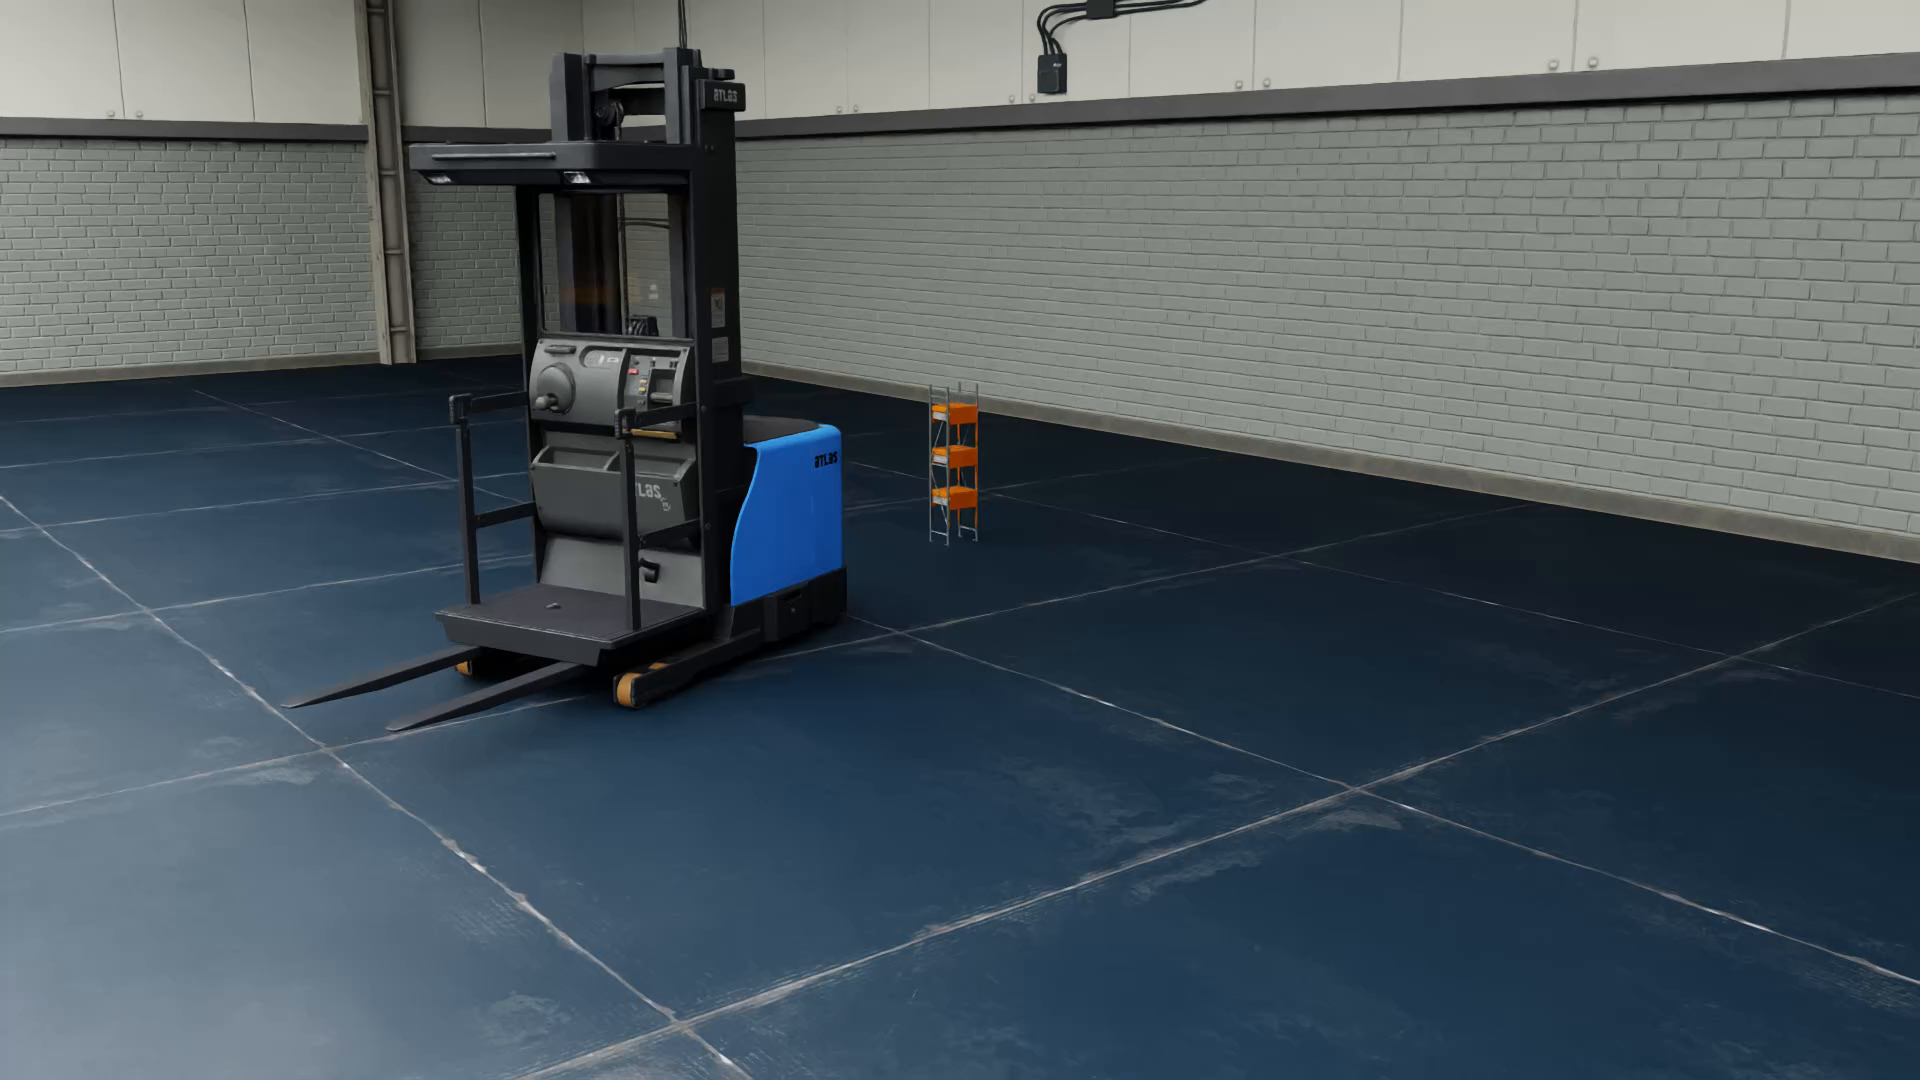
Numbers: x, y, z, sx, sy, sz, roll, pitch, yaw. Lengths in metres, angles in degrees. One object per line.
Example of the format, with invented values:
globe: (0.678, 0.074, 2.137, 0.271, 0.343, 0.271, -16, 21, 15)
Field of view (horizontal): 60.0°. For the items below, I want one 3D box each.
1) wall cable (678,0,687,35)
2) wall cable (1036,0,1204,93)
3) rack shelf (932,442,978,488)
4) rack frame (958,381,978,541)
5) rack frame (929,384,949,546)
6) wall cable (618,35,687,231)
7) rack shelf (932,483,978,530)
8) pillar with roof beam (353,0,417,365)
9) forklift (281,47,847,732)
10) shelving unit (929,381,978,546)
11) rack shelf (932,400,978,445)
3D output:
wall cable: (-2.733, -7.465, 19.937, 0.112, 2.526, 3.097, -9, 15, -38)
wall cable: (1.495, -7.074, 14.591, 0.169, 6.003, 2.305, -9, 15, -38)
rack shelf: (-0.042, -0.496, 10.989, 0.240, 0.259, 0.215, -9, 15, -38)
rack frame: (0.053, -0.522, 11.062, 0.008, 1.050, 0.200, -9, 15, -38)
rack frame: (-0.137, -0.491, 10.912, 0.008, 1.050, 0.200, -9, 15, -38)
wall cable: (-4.423, -5.434, 22.528, 0.112, 2.526, 3.097, -9, 15, -38)
rack shelf: (-0.042, -0.224, 11.047, 0.240, 0.259, 0.215, -9, 15, -38)
pillar with roof beam: (-4.860, -6.086, 18.127, 0.400, 9.000, 9.100, -9, 15, -38)
forklift: (-1.771, -0.775, 7.724, 1.130, 2.935, 3.031, 7, 14, 29)
shelving unit: (-0.042, -0.507, 10.987, 0.252, 1.050, 0.215, -9, 15, -38)
rack shelf: (-0.042, -0.774, 10.930, 0.240, 0.259, 0.215, -9, 15, -38)
